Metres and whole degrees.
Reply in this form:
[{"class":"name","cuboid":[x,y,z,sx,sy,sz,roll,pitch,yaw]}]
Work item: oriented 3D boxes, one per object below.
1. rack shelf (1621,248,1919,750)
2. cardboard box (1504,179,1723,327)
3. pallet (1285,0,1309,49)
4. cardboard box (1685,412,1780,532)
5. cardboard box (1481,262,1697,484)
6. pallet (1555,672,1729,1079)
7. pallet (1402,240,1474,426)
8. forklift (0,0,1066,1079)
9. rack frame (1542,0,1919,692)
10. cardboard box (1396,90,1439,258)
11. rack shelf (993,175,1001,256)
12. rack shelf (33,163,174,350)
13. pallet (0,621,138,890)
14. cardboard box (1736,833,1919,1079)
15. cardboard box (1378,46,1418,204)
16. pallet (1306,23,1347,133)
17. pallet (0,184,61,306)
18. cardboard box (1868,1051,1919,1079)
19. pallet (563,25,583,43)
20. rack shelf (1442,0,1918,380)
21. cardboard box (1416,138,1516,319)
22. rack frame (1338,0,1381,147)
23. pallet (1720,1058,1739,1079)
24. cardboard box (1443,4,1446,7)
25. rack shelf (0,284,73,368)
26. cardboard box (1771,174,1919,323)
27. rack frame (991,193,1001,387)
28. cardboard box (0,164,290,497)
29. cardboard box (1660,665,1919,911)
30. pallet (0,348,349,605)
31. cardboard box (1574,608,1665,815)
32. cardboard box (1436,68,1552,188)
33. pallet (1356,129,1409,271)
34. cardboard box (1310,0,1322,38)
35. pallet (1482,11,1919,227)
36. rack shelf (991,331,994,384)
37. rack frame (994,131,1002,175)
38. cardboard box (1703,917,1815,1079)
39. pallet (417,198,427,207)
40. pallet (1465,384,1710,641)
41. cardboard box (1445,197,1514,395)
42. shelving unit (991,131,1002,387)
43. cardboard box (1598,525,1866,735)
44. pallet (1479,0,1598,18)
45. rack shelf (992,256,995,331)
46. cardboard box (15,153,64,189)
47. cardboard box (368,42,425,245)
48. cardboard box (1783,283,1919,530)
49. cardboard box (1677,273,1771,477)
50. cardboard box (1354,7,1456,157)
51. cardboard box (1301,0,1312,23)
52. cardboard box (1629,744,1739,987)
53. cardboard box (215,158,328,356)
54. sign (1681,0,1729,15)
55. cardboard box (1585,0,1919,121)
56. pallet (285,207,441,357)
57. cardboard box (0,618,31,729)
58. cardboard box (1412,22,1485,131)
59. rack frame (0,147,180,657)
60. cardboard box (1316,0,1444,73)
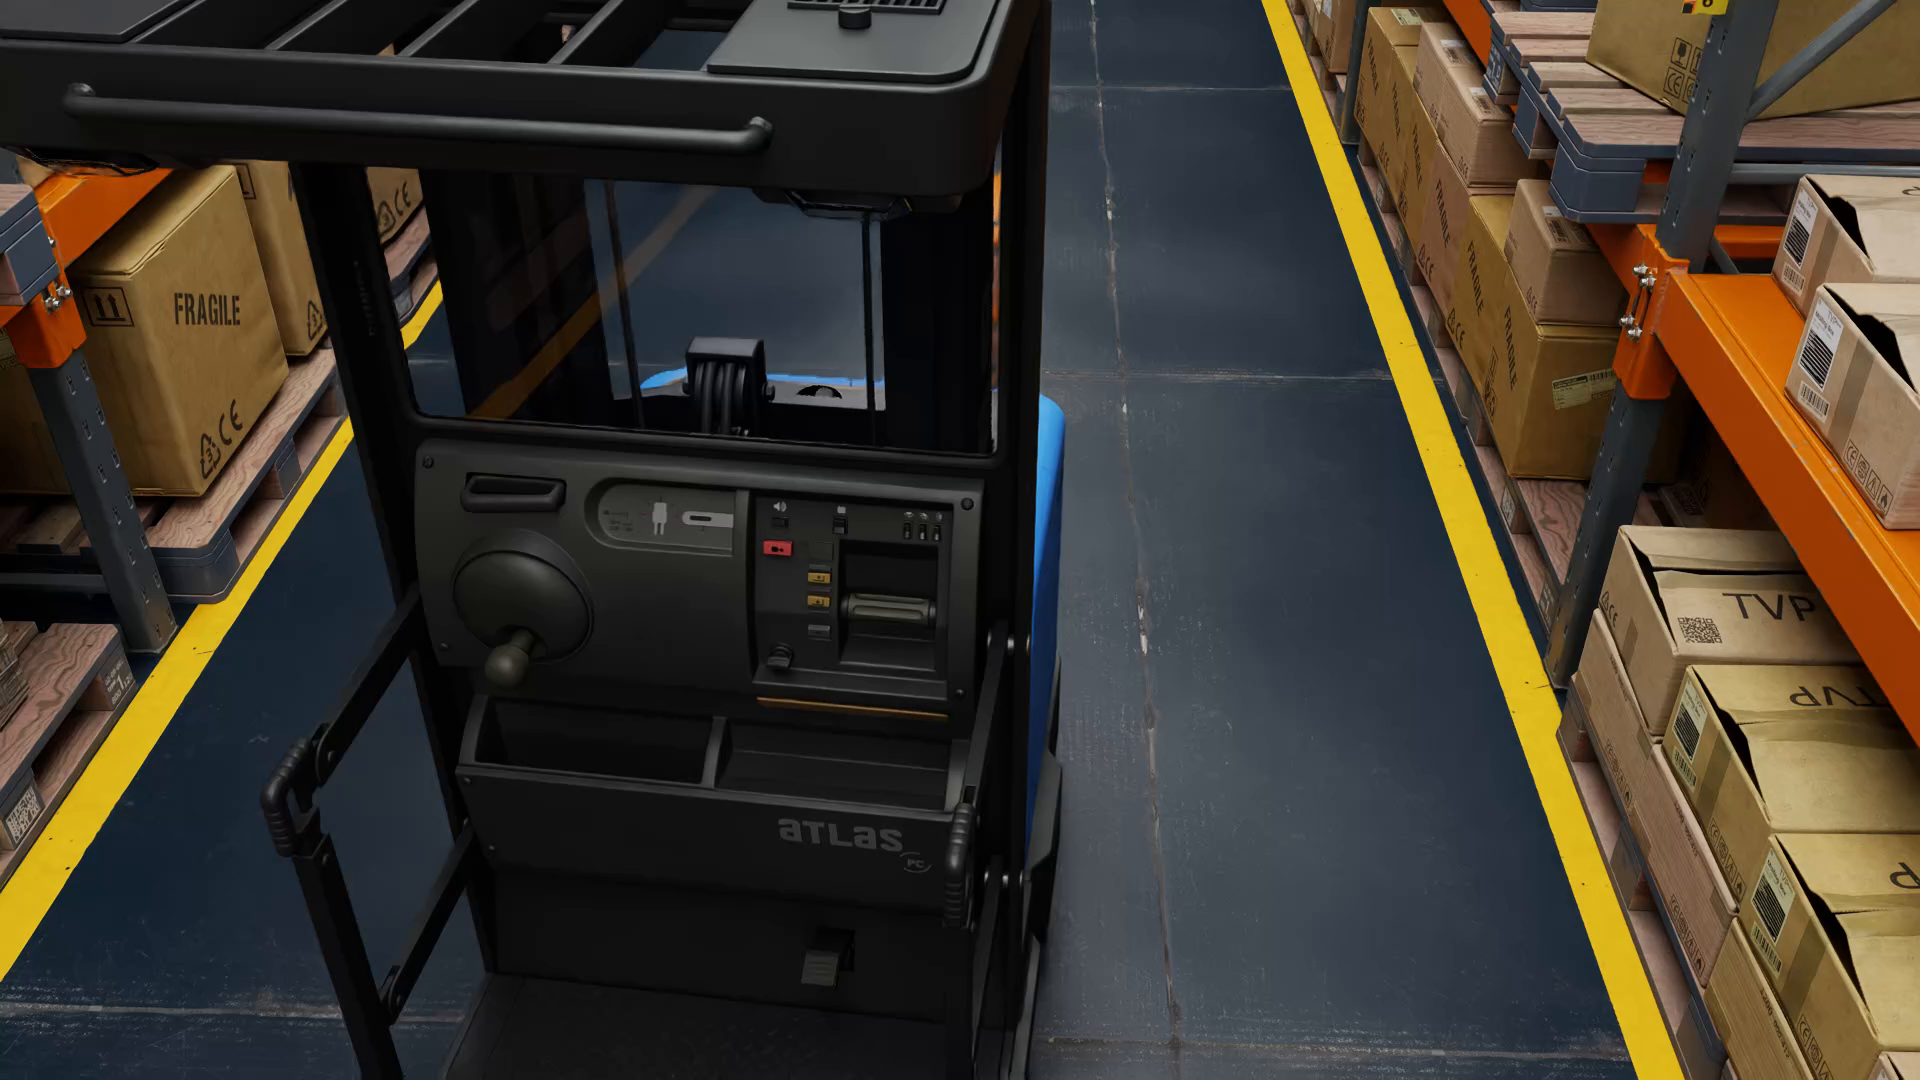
[{"class":"rack shelf","cuboid":[2.079,0.616,2.390,1.077,0.370,4.000,1,35,2]},{"class":"cardboard box","cuboid":[1.961,-0.867,5.013,0.500,0.250,0.500,3,35,4]},{"class":"pallet","cuboid":[2.395,-3.082,9.451,1.003,0.211,1.213,1,35,2]},{"class":"cardboard box","cuboid":[2.464,-0.239,4.773,0.500,0.500,0.500,3,35,4]},{"class":"cardboard box","cuboid":[1.963,-0.527,5.183,0.500,0.500,0.500,3,35,4]},{"class":"pallet","cuboid":[2.088,0.786,3.948,1.003,0.211,1.213,1,35,2]},{"class":"pallet","cuboid":[2.279,-0.813,6.224,1.003,0.211,1.213,1,35,2]},{"class":"forklift","cuboid":[-0.456,0.130,2.516,1.130,2.935,3.031,5,35,6]},{"class":"rack frame","cuboid":[2.160,-0.827,3.818,1.000,3.000,0.127,1,35,2]},{"class":"cardboard box","cuboid":[2.020,-1.417,6.448,0.500,0.500,0.500,2,35,2]},{"class":"rack shelf","cuboid":[0.007,-0.907,4.814,0.258,0.148,0.480,1,35,2]},{"class":"rack shelf","cuboid":[-2.710,-1.794,5.820,1.077,0.370,4.000,1,35,2]},{"class":"pallet","cuboid":[-2.823,0.650,4.141,1.003,0.211,1.213,1,35,2]},{"class":"cardboard box","cuboid":[1.810,0.786,3.062,0.500,0.311,0.500,0,35,1]},{"class":"cardboard box","cuboid":[2.047,-1.704,6.857,0.500,0.500,0.500,2,35,3]},{"class":"pallet","cuboid":[2.349,-2.379,8.452,1.003,0.211,1.213,1,35,2]},{"class":"pallet","cuboid":[-2.712,-0.449,3.447,1.213,0.211,1.003,1,35,2]},{"class":"cardboard box","cuboid":[1.790,1.081,2.642,0.500,0.311,0.500,1,35,1]},{"class":"pallet","cuboid":[-2.521,-2.532,8.669,1.003,0.211,1.213,1,35,2]},{"class":"rack shelf","cuboid":[2.240,-1.682,5.660,1.077,0.370,4.000,1,35,2]},{"class":"cardboard box","cuboid":[1.999,-1.126,6.035,0.500,0.500,0.500,0,35,0]},{"class":"rack frame","cuboid":[2.320,-3.125,7.088,1.000,3.000,0.127,1,35,2]},{"class":"pallet","cuboid":[2.036,1.485,2.954,1.003,0.211,1.213,1,35,2]},{"class":"cardboard box","cuboid":[2.553,-2.441,8.071,0.500,0.311,0.500,1,35,2]},{"class":"rack shelf","cuboid":[-2.870,0.504,2.550,1.077,0.370,4.000,1,35,2]},{"class":"cardboard box","cuboid":[2.102,-0.583,3.548,0.500,0.311,0.500,3,35,5]},{"class":"rack frame","cuboid":[-0.003,-0.446,4.841,0.240,1.200,0.015,1,35,2]},{"class":"cardboard box","cuboid":[-2.629,-0.651,5.072,0.750,0.750,0.750,1,35,1]},{"class":"cardboard box","cuboid":[1.833,0.493,3.479,0.500,0.311,0.500,1,35,1]},{"class":"pallet","cuboid":[-2.683,-0.250,5.422,1.003,0.211,1.213,1,35,2]},{"class":"cardboard box","cuboid":[1.845,0.420,4.070,0.500,0.250,0.500,1,35,2]},{"class":"cardboard box","cuboid":[1.998,-1.454,5.850,0.500,0.250,0.500,1,35,1]},{"class":"pallet","cuboid":[2.326,-1.516,7.224,1.003,0.211,1.213,1,35,2]},{"class":"cardboard box","cuboid":[2.015,-2.690,8.565,0.380,0.149,0.250,1,35,2]},{"class":"pallet","cuboid":[2.117,-1.140,4.430,1.213,0.211,1.003,1,35,2]},{"class":"rack shelf","cuboid":[0.007,-0.531,5.079,0.258,0.148,0.480,1,35,2]},{"class":"rack frame","cuboid":[0.016,-0.726,5.240,0.240,1.200,0.015,1,35,2]},{"class":"cardboard box","cuboid":[1.811,1.008,3.234,0.500,0.250,0.500,0,35,1]},{"class":"pallet","cuboid":[-2.585,-1.652,7.417,1.003,0.211,1.213,1,35,2]},{"class":"pallet","cuboid":[2.228,-0.114,5.229,1.003,0.211,1.213,1,35,2]},{"class":"cardboard box","cuboid":[1.984,-0.825,5.606,0.500,0.500,0.500,0,35,0]},{"class":"shelving unit","cuboid":[0.007,-0.586,5.040,0.258,1.200,0.503,1,35,2]},{"class":"cardboard box","cuboid":[1.845,0.191,3.908,0.500,0.311,0.500,2,35,3]},{"class":"pallet","cuboid":[2.233,-1.866,5.463,1.003,0.211,1.213,1,35,2]},{"class":"rack shelf","cuboid":[0.007,-0.714,4.950,0.258,0.148,0.480,1,35,2]},{"class":"cardboard box","cuboid":[-2.545,-1.029,4.306,0.380,0.149,0.250,1,35,1]},{"class":"cardboard box","cuboid":[-2.558,-1.643,6.483,0.750,0.750,0.750,2,35,3]},{"class":"cardboard box","cuboid":[1.930,-0.281,3.119,0.500,0.311,0.500,1,35,1]},{"class":"cardboard box","cuboid":[2.479,-0.540,5.201,0.500,0.500,0.500,0,35,0]},{"class":"cardboard box","cuboid":[2.058,-2.010,7.293,0.500,0.500,0.500,0,35,0]},{"class":"cardboard box","cuboid":[2.090,-2.970,8.823,0.500,0.311,0.500,1,35,2]},{"class":"cardboard box","cuboid":[1.826,0.709,3.659,0.500,0.250,0.500,0,35,1]},{"class":"cardboard box","cuboid":[-2.588,-1.154,5.788,0.750,0.750,0.750,1,35,2]},{"class":"sign","cuboid":[1.617,-1.276,3.518,0.100,0.325,0.005,1,35,2]},{"class":"cardboard box","cuboid":[2.072,-1.404,4.187,0.700,0.500,0.500,-10,36,-14]},{"class":"pallet","cuboid":[-2.631,-0.949,6.417,1.003,0.211,1.213,1,35,2]},{"class":"cardboard box","cuboid":[-2.767,0.318,3.980,0.700,0.500,0.500,2,35,3]},{"class":"cardboard box","cuboid":[2.017,-1.743,6.260,0.500,0.250,0.500,1,35,2]},{"class":"rack frame","cuboid":[-2.790,-0.939,3.978,1.000,3.000,0.127,1,35,2]},{"class":"cardboard box","cuboid":[2.060,-2.617,8.156,0.500,0.500,0.500,1,35,2]}]
